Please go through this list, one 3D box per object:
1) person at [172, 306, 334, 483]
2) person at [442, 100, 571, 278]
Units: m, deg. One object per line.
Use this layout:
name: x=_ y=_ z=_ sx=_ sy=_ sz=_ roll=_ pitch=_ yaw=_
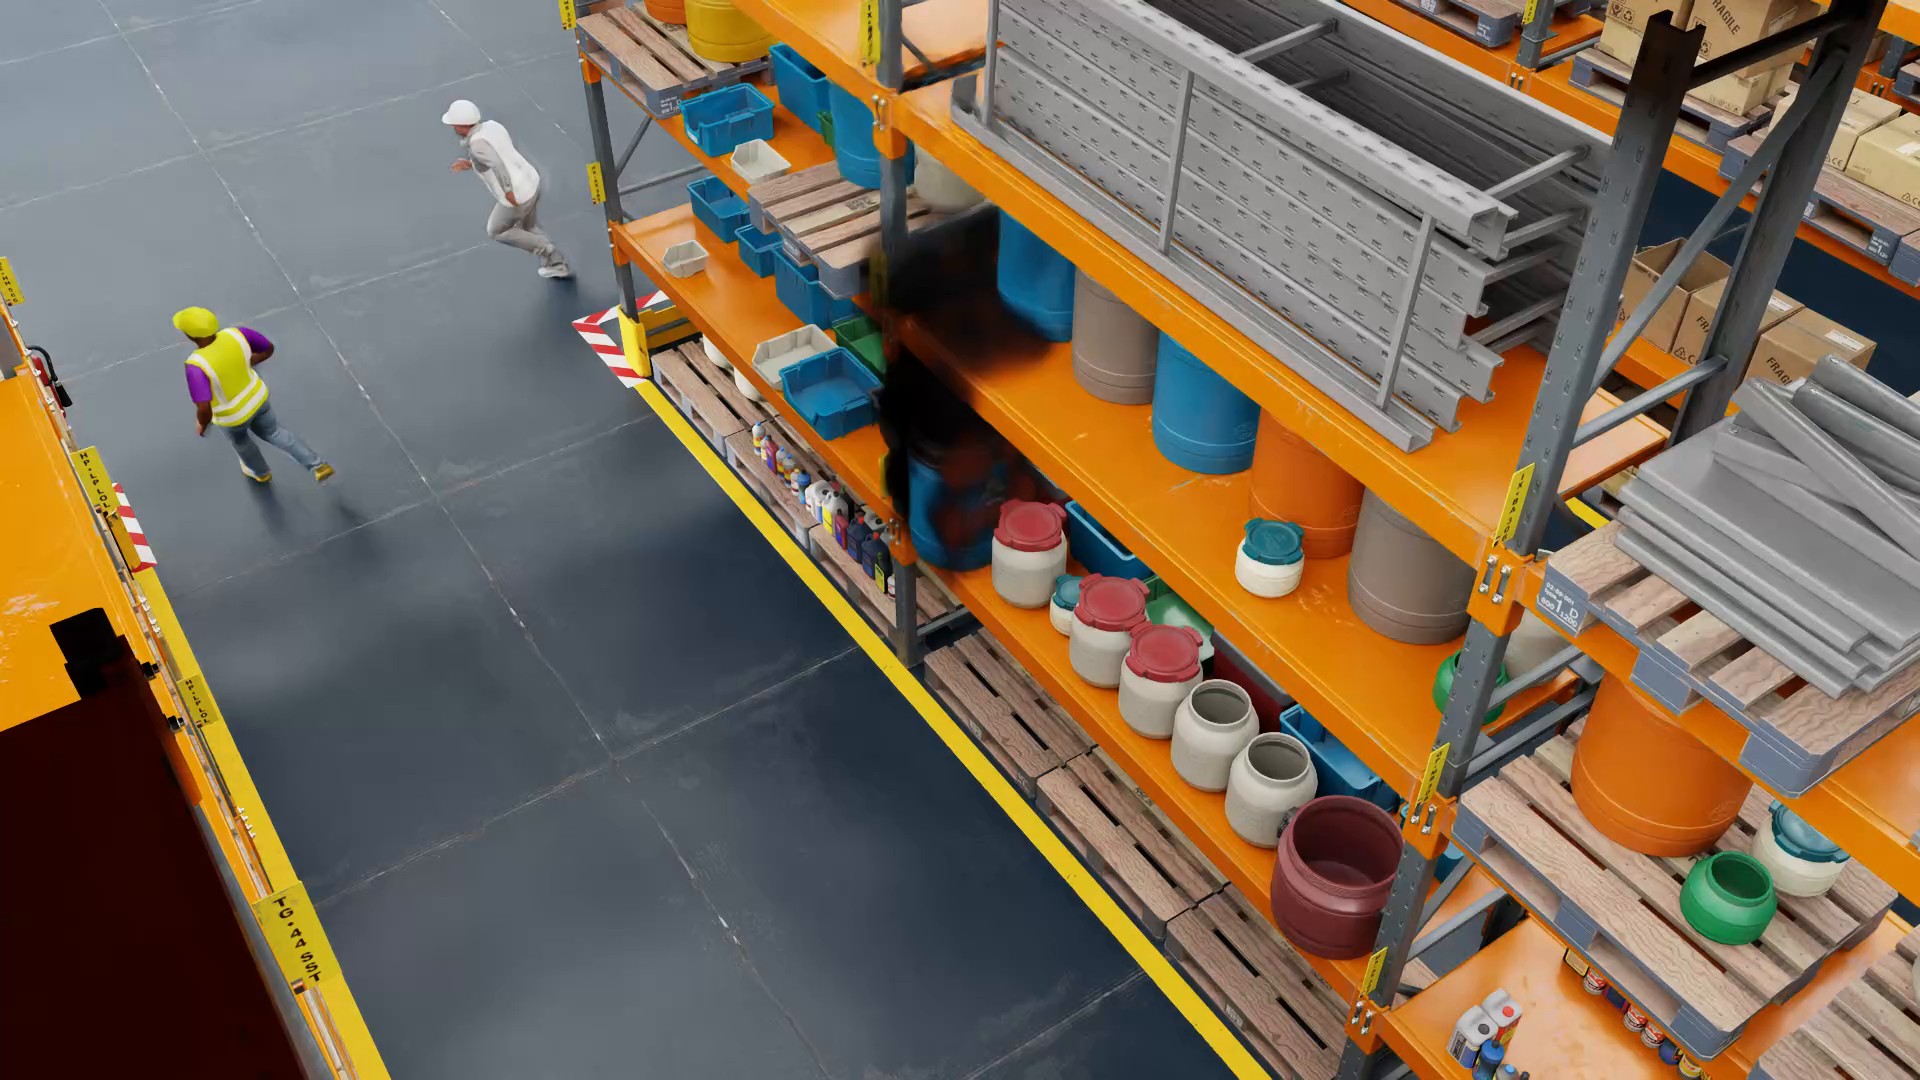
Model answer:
person: x=-5.010 y=-0.928 z=11.486 sx=0.921 sy=1.724 sz=0.765 roll=21 pitch=47 yaw=21
person: x=-3.738 y=-2.820 z=13.626 sx=0.837 sy=1.633 sz=0.679 roll=2 pitch=43 yaw=2
